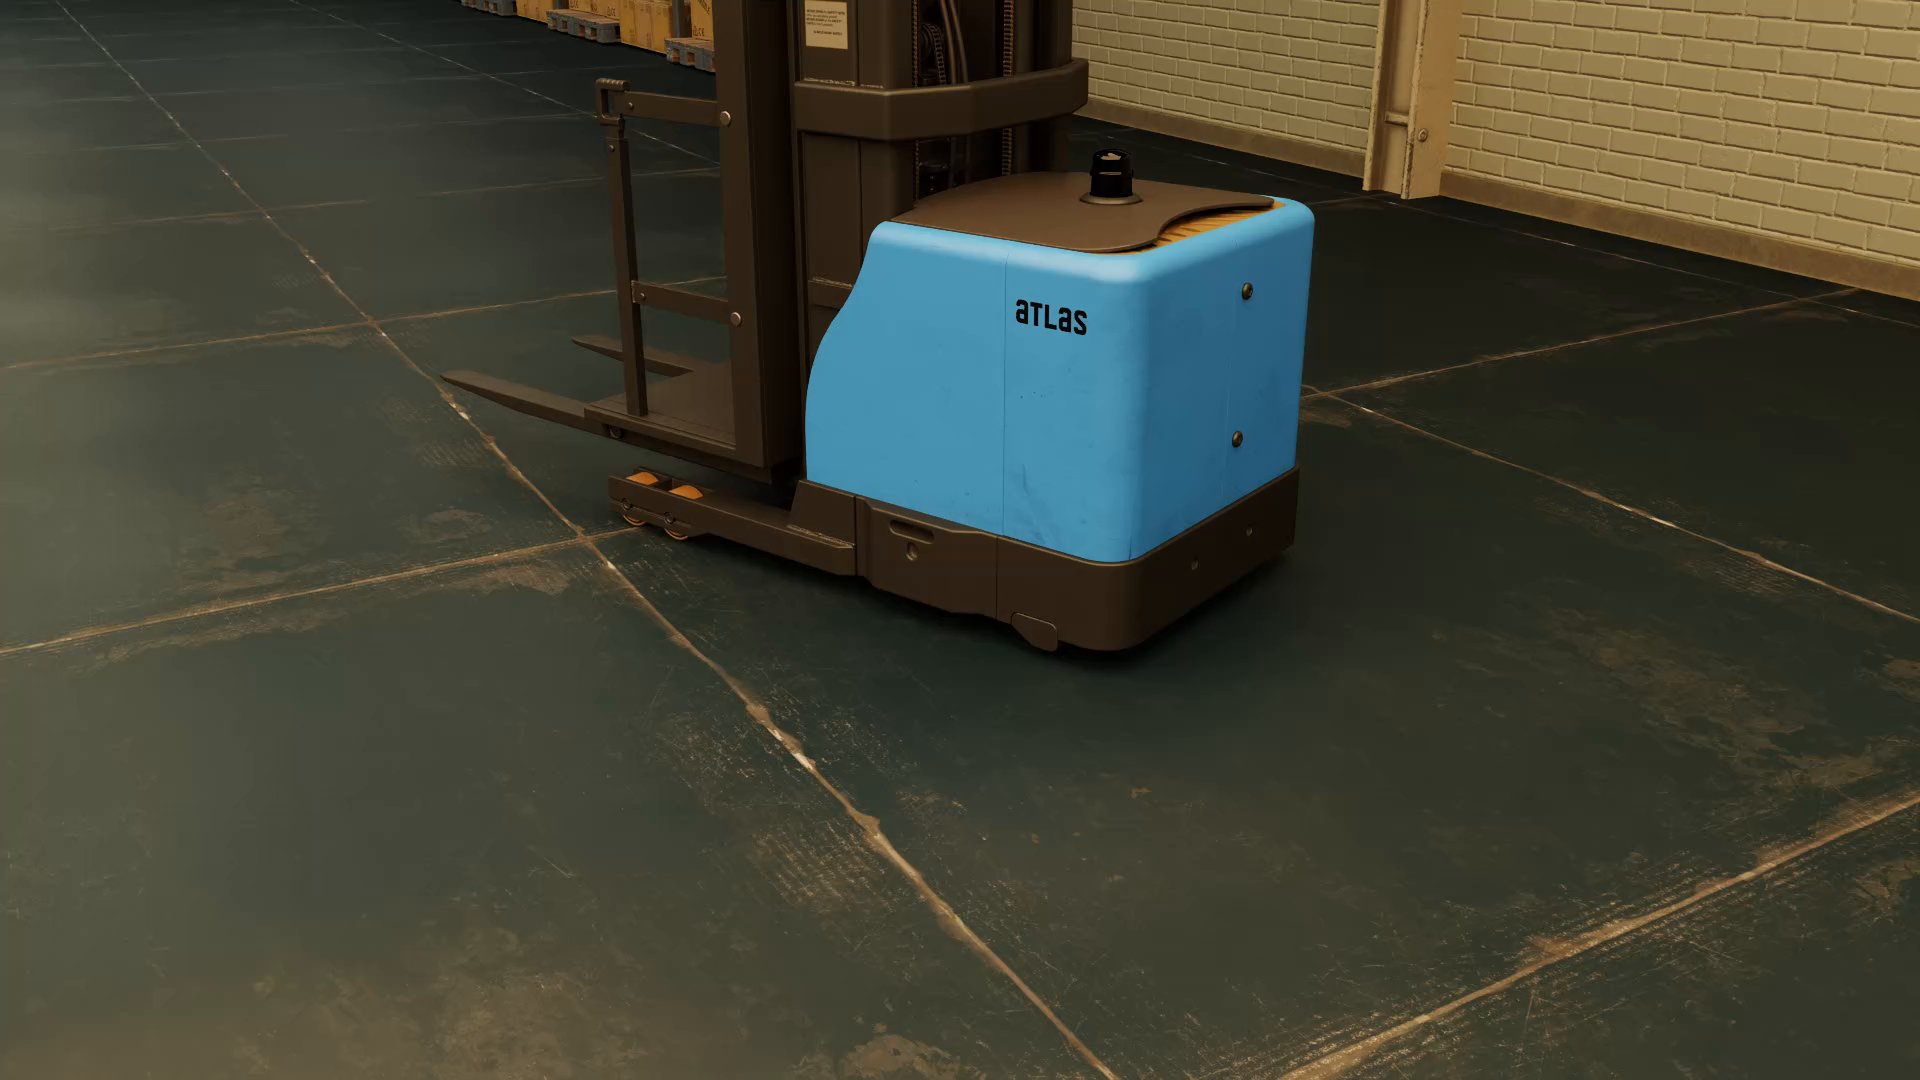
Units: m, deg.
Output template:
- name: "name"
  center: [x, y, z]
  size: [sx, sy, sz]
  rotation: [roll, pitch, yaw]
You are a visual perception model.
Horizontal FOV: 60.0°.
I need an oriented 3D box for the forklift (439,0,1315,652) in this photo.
- name: "forklift"
  center: [-0.481, -1.497, 4.922]
  size: [3.031, 2.935, 1.130]
  rotation: [16, 27, 34]
